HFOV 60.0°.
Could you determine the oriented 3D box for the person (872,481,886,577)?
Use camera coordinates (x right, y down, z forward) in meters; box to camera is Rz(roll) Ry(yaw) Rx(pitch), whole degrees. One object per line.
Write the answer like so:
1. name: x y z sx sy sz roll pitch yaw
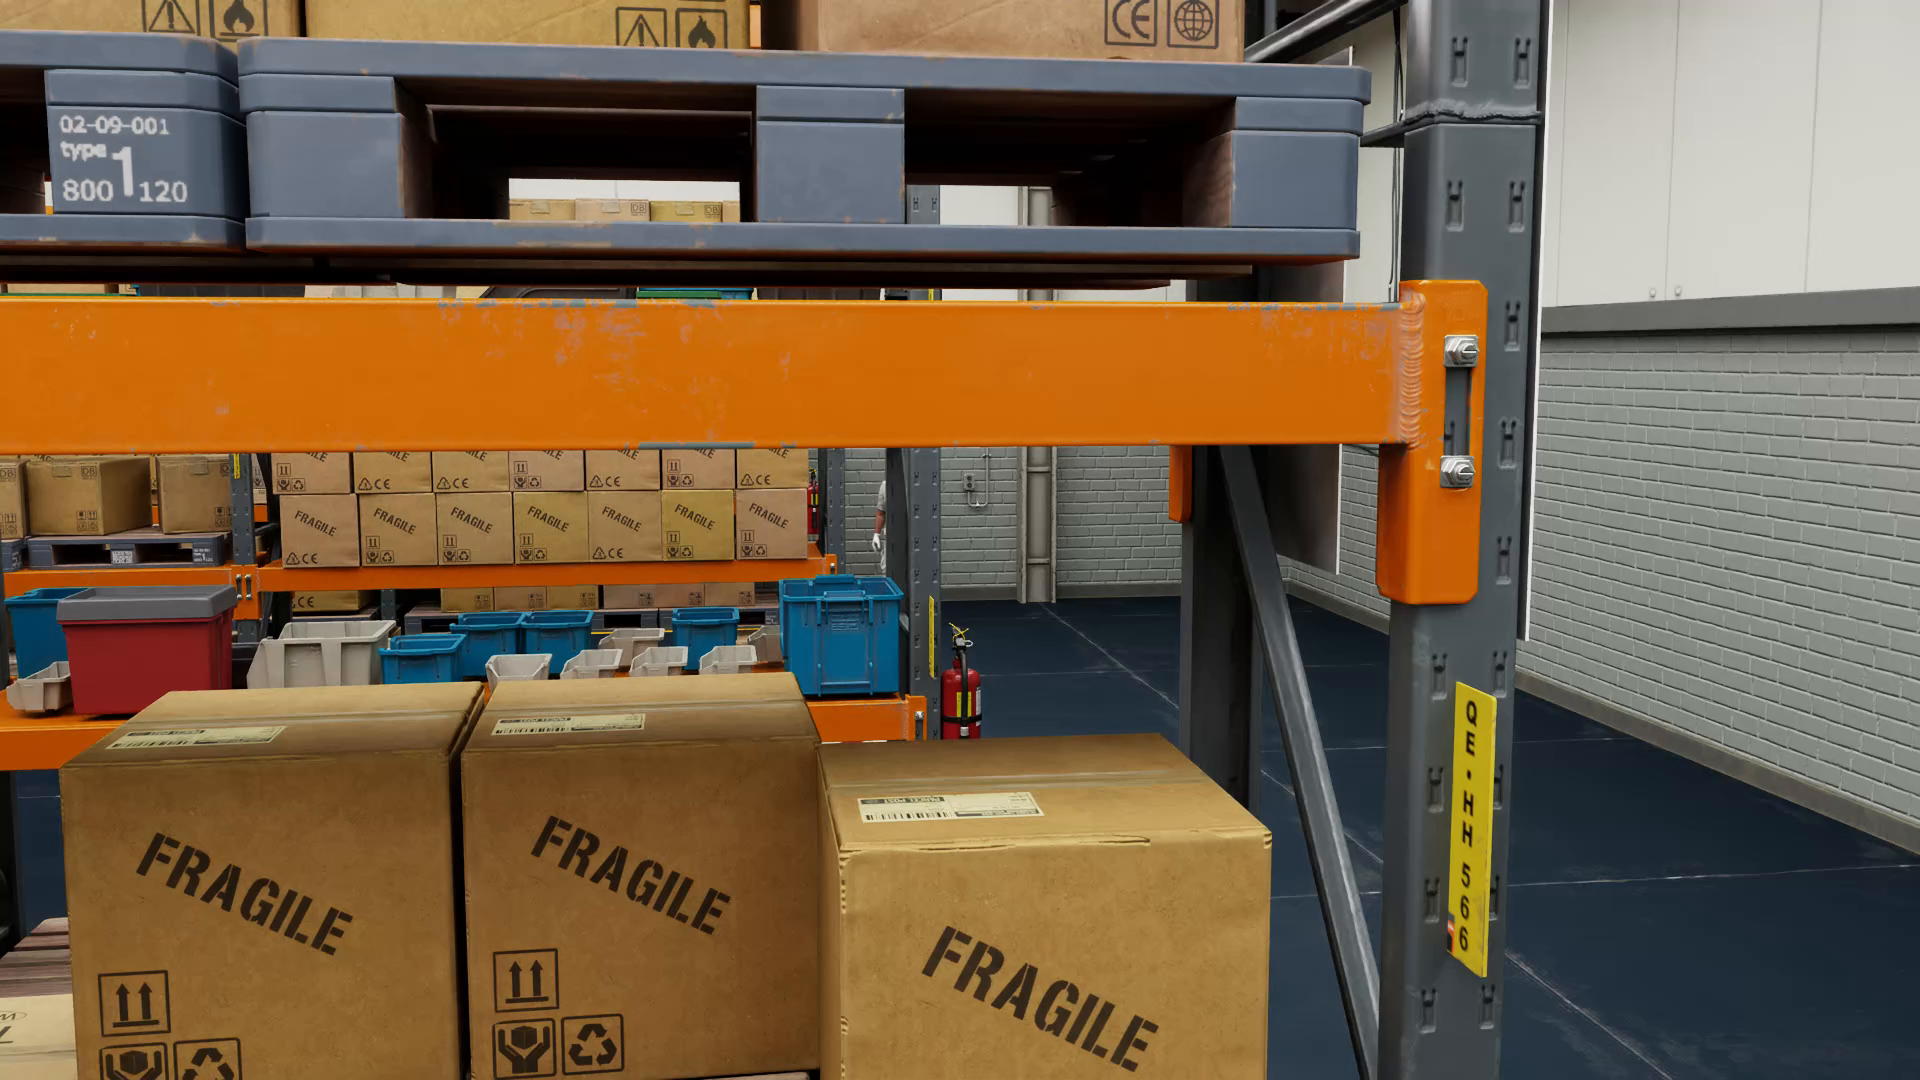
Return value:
1. person: -0.574 0.002 16.643 0.619 1.775 0.446 2 7 19
